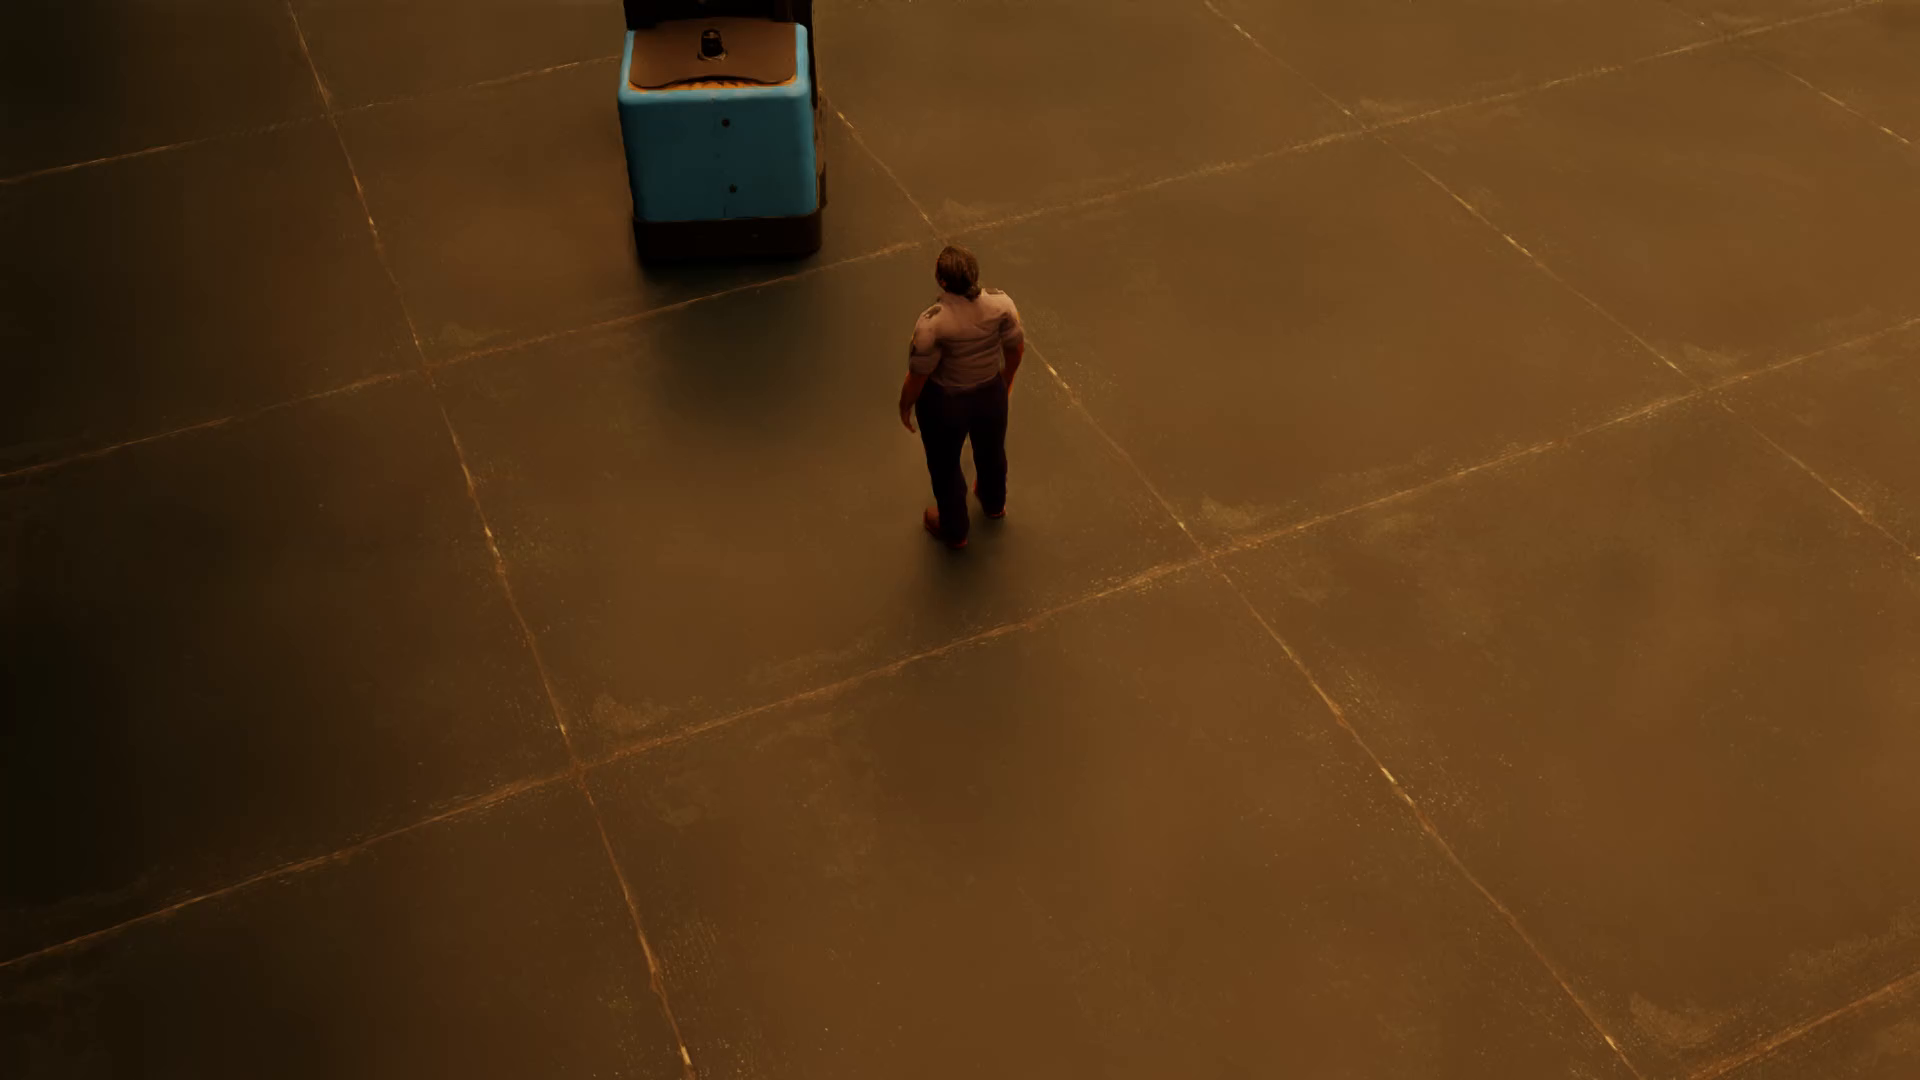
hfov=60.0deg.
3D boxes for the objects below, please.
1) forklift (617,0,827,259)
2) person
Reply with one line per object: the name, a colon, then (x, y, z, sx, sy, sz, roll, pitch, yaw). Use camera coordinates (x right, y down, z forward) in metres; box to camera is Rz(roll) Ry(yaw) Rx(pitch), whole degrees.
forklift: (-1.438, -3.665, 9.607, 1.130, 2.935, 3.031, -3, 43, -4)
person: (-0.017, -0.670, 7.328, 0.599, 1.650, 0.502, -18, 46, -18)
